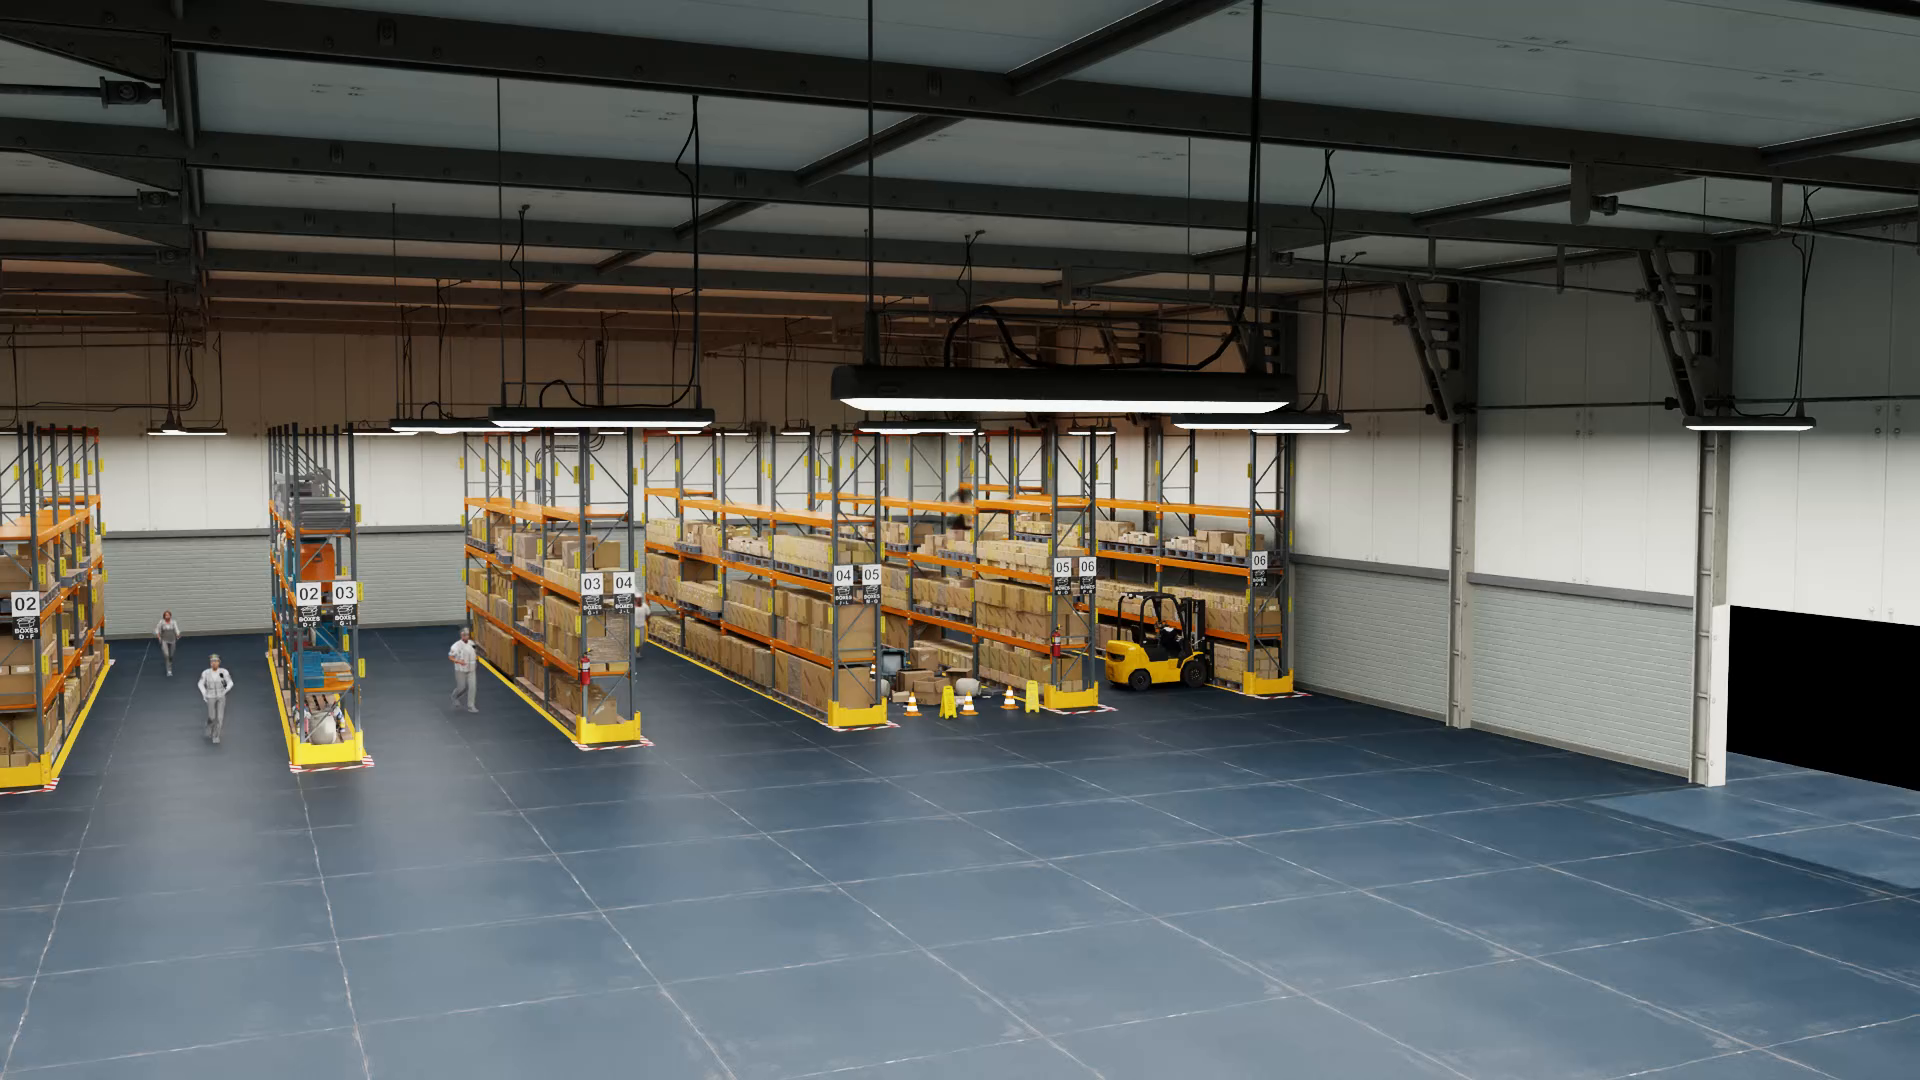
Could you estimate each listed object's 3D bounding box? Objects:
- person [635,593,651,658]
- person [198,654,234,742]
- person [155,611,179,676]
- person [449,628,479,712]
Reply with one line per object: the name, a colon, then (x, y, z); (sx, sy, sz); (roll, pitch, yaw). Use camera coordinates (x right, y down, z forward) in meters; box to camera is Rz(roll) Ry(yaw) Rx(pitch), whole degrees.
person: (-8.357, 2.227, 43.200); (0.690, 1.710, 0.621); (-2, 4, -26)
person: (-14.029, 2.981, 31.373); (0.598, 1.669, 0.569); (-2, 4, -26)
person: (-19.232, 2.486, 40.348); (0.526, 1.573, 0.757); (-2, 4, -32)
person: (-10.340, 2.704, 34.754); (0.673, 1.749, 0.900); (-3, 5, -42)
